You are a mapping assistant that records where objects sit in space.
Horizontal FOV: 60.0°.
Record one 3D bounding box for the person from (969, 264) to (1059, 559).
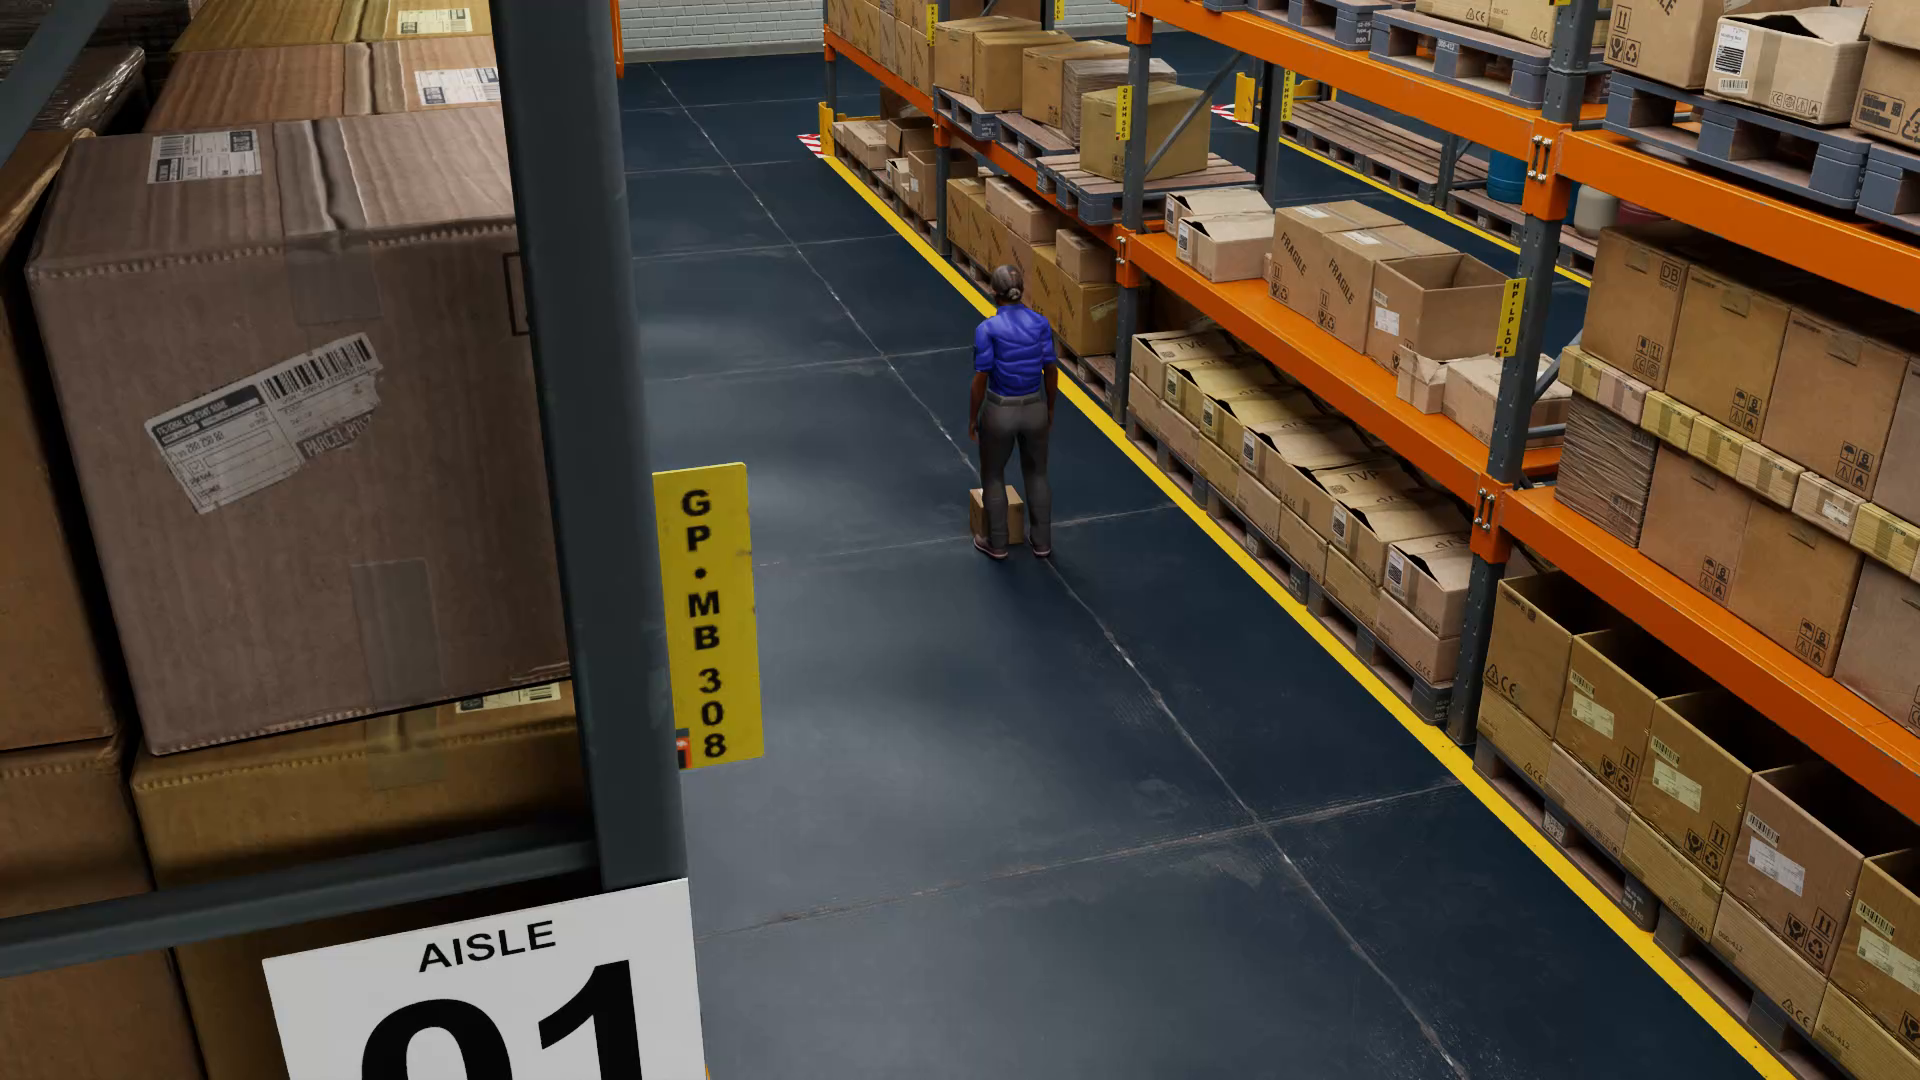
[{"bbox_3d":[0.283,-0.676,8.976,0.509,1.655,0.391,-8,28,-16],"label":"person"}]
